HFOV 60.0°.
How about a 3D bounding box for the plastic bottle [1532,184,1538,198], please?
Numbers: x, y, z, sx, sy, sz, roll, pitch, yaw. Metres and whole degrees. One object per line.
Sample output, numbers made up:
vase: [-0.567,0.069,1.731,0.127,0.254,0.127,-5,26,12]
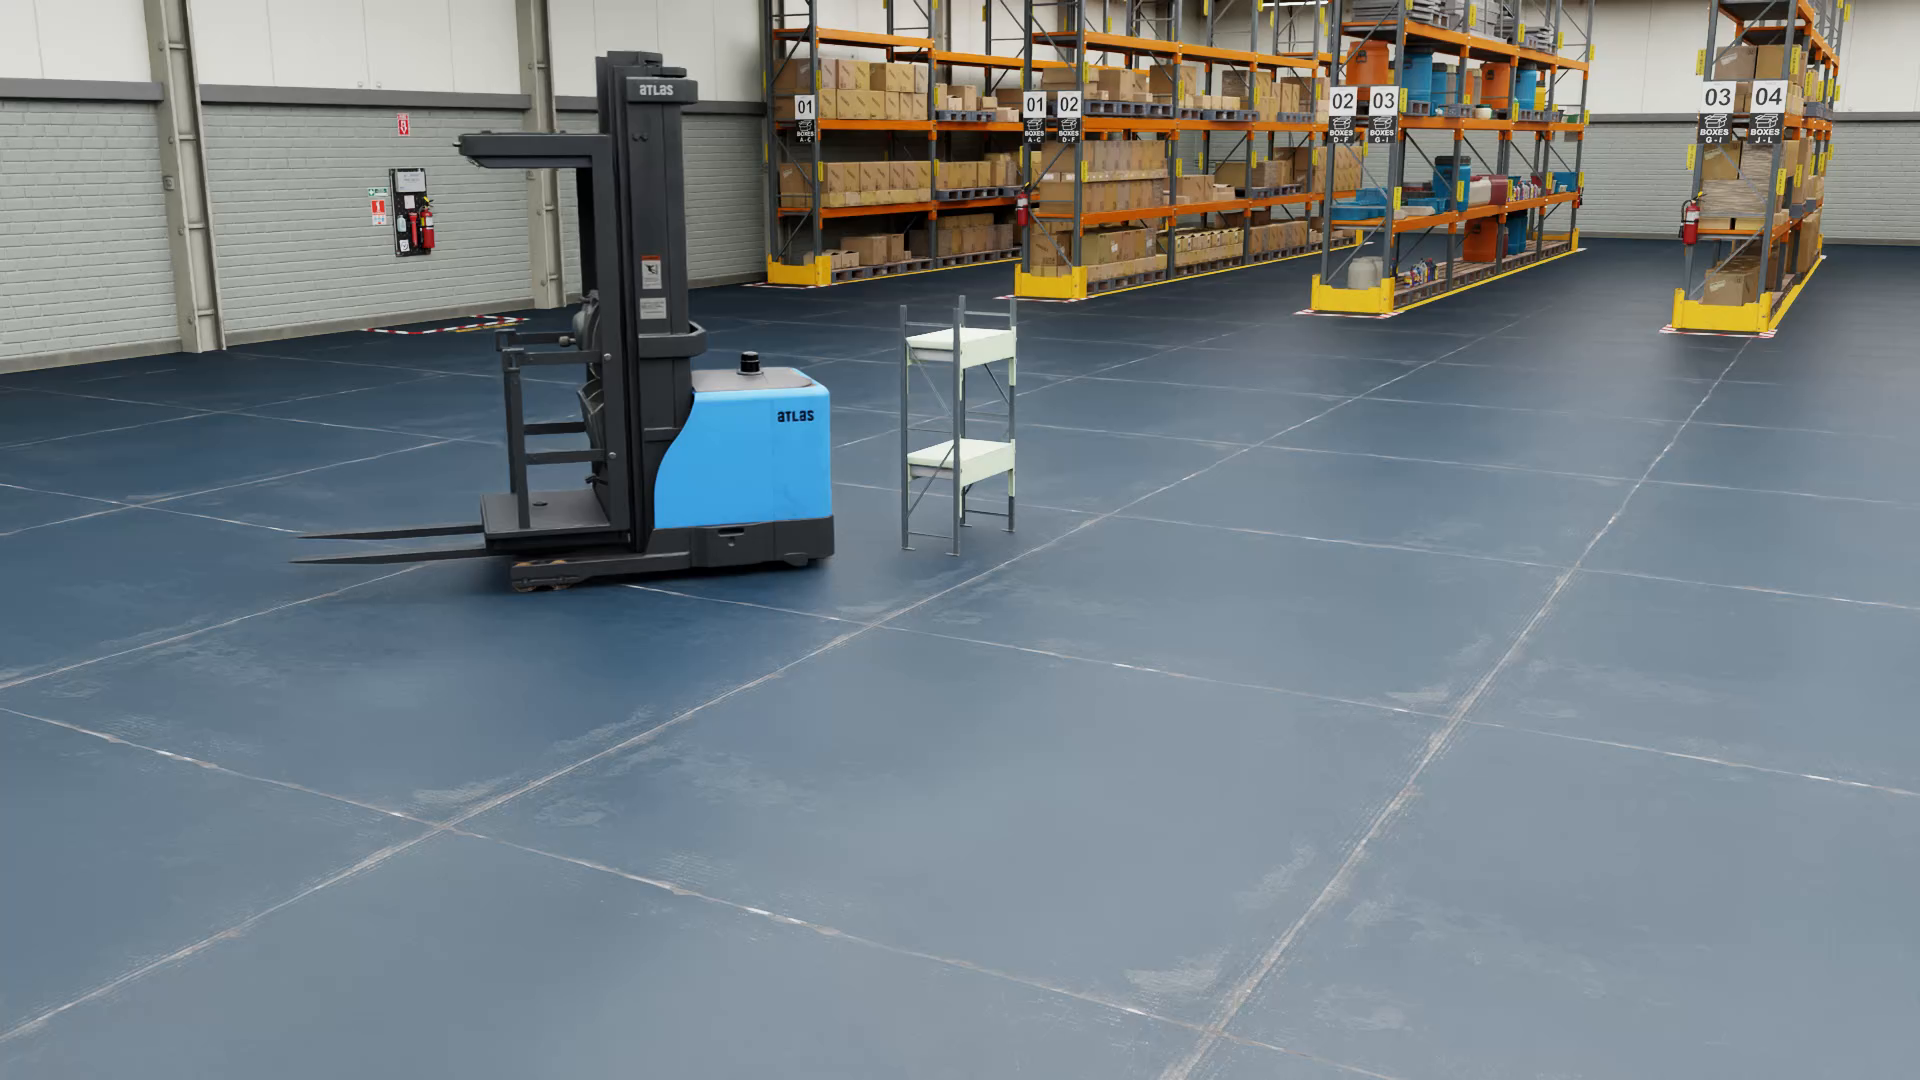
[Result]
plastic bottle: [11.698,-7.120,33.932,0.152,0.276,0.135,7,15,28]

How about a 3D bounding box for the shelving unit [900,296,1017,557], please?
shelving unit: [-0.003,-0.728,10.352,0.431,1.500,0.755,7,15,28]

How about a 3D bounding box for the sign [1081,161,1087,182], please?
sign: [1.953,-5.793,26.147,0.100,0.325,0.005,7,15,28]

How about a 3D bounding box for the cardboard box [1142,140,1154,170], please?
cardboard box: [2.952,-6.702,28.952,0.700,0.500,0.500,7,15,28]

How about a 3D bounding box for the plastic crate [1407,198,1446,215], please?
plastic crate: [7.441,-5.326,26.544,0.499,0.251,0.616,7,15,28]

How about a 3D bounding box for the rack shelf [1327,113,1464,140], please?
rack shelf: [6.771,-6.355,25.627,1.077,0.370,4.000,7,15,28]

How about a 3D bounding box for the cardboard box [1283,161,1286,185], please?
cardboard box: [6.570,-7.892,35.762,0.700,0.500,0.500,10,17,37]

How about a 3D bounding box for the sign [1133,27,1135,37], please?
sign: [4.384,-12.753,41.899,0.100,0.325,0.005,7,15,28]

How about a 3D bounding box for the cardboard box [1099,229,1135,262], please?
cardboard box: [2.652,-5.022,28.336,0.500,0.500,0.500,7,15,28]

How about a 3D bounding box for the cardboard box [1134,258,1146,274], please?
cardboard box: [2.892,-4.760,28.850,0.500,0.250,0.500,7,15,28]

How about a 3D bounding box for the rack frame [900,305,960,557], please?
rack frame: [-0.180,-0.653,10.041,0.400,1.500,0.023,7,15,28]

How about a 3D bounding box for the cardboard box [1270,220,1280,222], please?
cardboard box: [6.824,-6.787,36.680,0.500,0.500,0.500,7,15,26]

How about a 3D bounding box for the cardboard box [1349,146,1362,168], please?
cardboard box: [9.231,-9.093,39.503,0.500,0.500,0.500,7,15,28]

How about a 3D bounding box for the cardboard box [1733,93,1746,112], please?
cardboard box: [10.151,-5.788,22.060,0.500,0.250,0.500,8,16,29]

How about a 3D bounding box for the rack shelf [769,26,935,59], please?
rack shelf: [-1.901,-8.934,29.932,1.077,0.370,4.000,7,15,28]

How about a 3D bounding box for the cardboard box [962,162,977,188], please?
cardboard box: [-0.091,-7.394,33.653,0.700,0.500,0.500,10,17,36]

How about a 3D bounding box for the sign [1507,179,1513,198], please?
sign: [10.157,-6.496,30.729,0.100,0.325,0.005,7,15,28]

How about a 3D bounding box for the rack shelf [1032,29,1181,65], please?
rack shelf: [2.437,-8.180,27.653,1.077,0.370,4.000,7,15,28]

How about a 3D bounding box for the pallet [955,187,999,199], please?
pallet: [0.078,-7.096,33.975,1.003,0.211,1.213,7,15,28]

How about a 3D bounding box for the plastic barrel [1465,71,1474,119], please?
plastic barrel: [8.769,-7.866,29.445,0.600,0.830,0.708,7,15,28]

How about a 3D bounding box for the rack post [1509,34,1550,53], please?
rack post: [10.738,-9.542,31.978,0.937,0.300,0.954,9,16,34]

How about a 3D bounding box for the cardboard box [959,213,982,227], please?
cardboard box: [0.122,-6.593,34.277,0.500,0.250,0.500,7,15,28]

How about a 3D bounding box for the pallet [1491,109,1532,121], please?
pallet: [10.127,-7.989,31.276,1.003,0.211,1.213,7,15,28]

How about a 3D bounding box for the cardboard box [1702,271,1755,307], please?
cardboard box: [10.457,-3.390,22.632,0.500,0.500,0.500,11,17,38]

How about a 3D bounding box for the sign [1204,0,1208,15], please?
sign: [4.858,-10.508,32.756,0.100,0.325,0.005,7,15,28]

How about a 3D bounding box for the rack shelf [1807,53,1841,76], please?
rack shelf: [16.908,-9.519,33.207,1.077,0.370,4.000,7,15,28]

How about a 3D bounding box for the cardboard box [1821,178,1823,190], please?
cardboard box: [17.382,-7.291,34.062,0.500,0.250,0.500,7,15,26]

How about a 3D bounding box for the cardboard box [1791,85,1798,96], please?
cardboard box: [11.537,-6.304,23.352,0.380,0.149,0.250,8,16,31]

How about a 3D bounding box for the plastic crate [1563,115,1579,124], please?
plastic crate: [13.312,-9.239,36.508,0.450,0.188,0.336,7,15,28]

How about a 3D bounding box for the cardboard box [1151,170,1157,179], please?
cardboard box: [3.214,-6.398,29.074,0.380,0.149,0.250,7,15,26]

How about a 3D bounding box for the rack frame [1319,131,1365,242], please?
rack frame: [9.205,-8.680,40.139,1.000,3.000,0.127,7,15,28]

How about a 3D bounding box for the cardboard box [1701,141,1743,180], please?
cardboard box: [10.190,-5.095,22.285,0.500,0.500,0.500,7,15,28]

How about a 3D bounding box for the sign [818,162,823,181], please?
sign: [-2.393,-6.318,28.492,0.100,0.325,0.005,7,15,28]

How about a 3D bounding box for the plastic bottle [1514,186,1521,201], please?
plastic bottle: [10.834,-6.754,32.411,0.152,0.276,0.135,7,15,28]

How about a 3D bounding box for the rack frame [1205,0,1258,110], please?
rack frame: [5.338,-9.956,32.628,1.000,3.000,0.127,7,15,28]

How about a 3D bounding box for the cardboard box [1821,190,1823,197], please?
cardboard box: [17.623,-7.169,34.404,0.380,0.149,0.250,8,16,29]

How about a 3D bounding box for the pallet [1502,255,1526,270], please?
pallet: [10.607,-5.537,33.052,1.003,0.211,1.213,7,15,28]

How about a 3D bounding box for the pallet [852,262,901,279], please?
pallet: [-1.817,-5.030,30.949,1.003,0.211,1.213,7,15,28]

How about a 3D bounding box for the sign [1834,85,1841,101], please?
sign: [18.343,-9.343,34.768,0.100,0.325,0.005,7,15,28]

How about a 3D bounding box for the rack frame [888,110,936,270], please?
rack frame: [-0.934,-6.779,32.252,1.000,3.000,0.127,7,15,28]

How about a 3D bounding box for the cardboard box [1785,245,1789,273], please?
cardboard box: [13.701,-4.775,28.335,0.700,0.500,0.500,6,15,25]

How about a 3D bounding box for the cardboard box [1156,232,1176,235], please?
cardboard box: [3.838,-5.684,31.483,0.500,0.311,0.500,7,15,28]

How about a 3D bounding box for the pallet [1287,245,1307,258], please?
pallet: [6.911,-6.333,36.352,1.003,0.211,1.213,7,15,28]

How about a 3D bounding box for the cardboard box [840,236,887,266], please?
cardboard box: [-1.781,-5.351,30.722,0.700,0.500,0.500,6,15,25]

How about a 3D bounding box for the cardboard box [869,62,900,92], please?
cardboard box: [-1.438,-8.426,30.295,0.500,0.500,0.500,7,15,26]

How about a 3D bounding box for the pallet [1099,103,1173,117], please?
pallet: [3.014,-7.456,28.848,1.003,0.211,1.213,7,15,28]

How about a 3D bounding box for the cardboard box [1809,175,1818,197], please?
cardboard box: [15.954,-6.658,31.539,0.500,0.500,0.500,7,15,28]

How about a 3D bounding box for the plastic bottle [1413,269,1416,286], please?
plastic bottle: [7.119,-4.130,26.149,0.097,0.271,0.097,0,14,0]

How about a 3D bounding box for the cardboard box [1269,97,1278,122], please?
cardboard box: [6.017,-8.851,34.232,0.910,0.500,0.500,7,15,28]

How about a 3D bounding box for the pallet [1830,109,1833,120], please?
pallet: [17.526,-8.819,34.503,1.003,0.211,1.213,7,15,28]

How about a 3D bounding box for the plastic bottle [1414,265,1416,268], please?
plastic bottle: [7.328,-4.286,26.768,0.061,0.283,0.133,7,15,28]

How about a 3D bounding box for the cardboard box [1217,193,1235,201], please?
cardboard box: [5.145,-6.701,32.466,0.380,0.149,0.250,7,15,28]

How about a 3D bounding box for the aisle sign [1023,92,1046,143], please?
aisle sign: [1.181,-6.681,26.301,0.394,0.787,0.004,7,15,28]

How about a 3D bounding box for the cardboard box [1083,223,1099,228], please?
cardboard box: [2.733,-7.431,38.649,0.750,0.750,0.750,8,15,29]

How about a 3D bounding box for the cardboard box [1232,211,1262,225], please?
cardboard box: [6.099,-6.843,35.314,0.500,0.250,0.500,7,15,27]

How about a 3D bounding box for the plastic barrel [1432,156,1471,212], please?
plastic barrel: [8.190,-5.945,27.724,0.600,0.901,0.708,7,15,28]

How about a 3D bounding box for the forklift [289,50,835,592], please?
forklift: [-2.322,-1.270,9.547,3.031,2.935,1.130,-4,14,-17]
